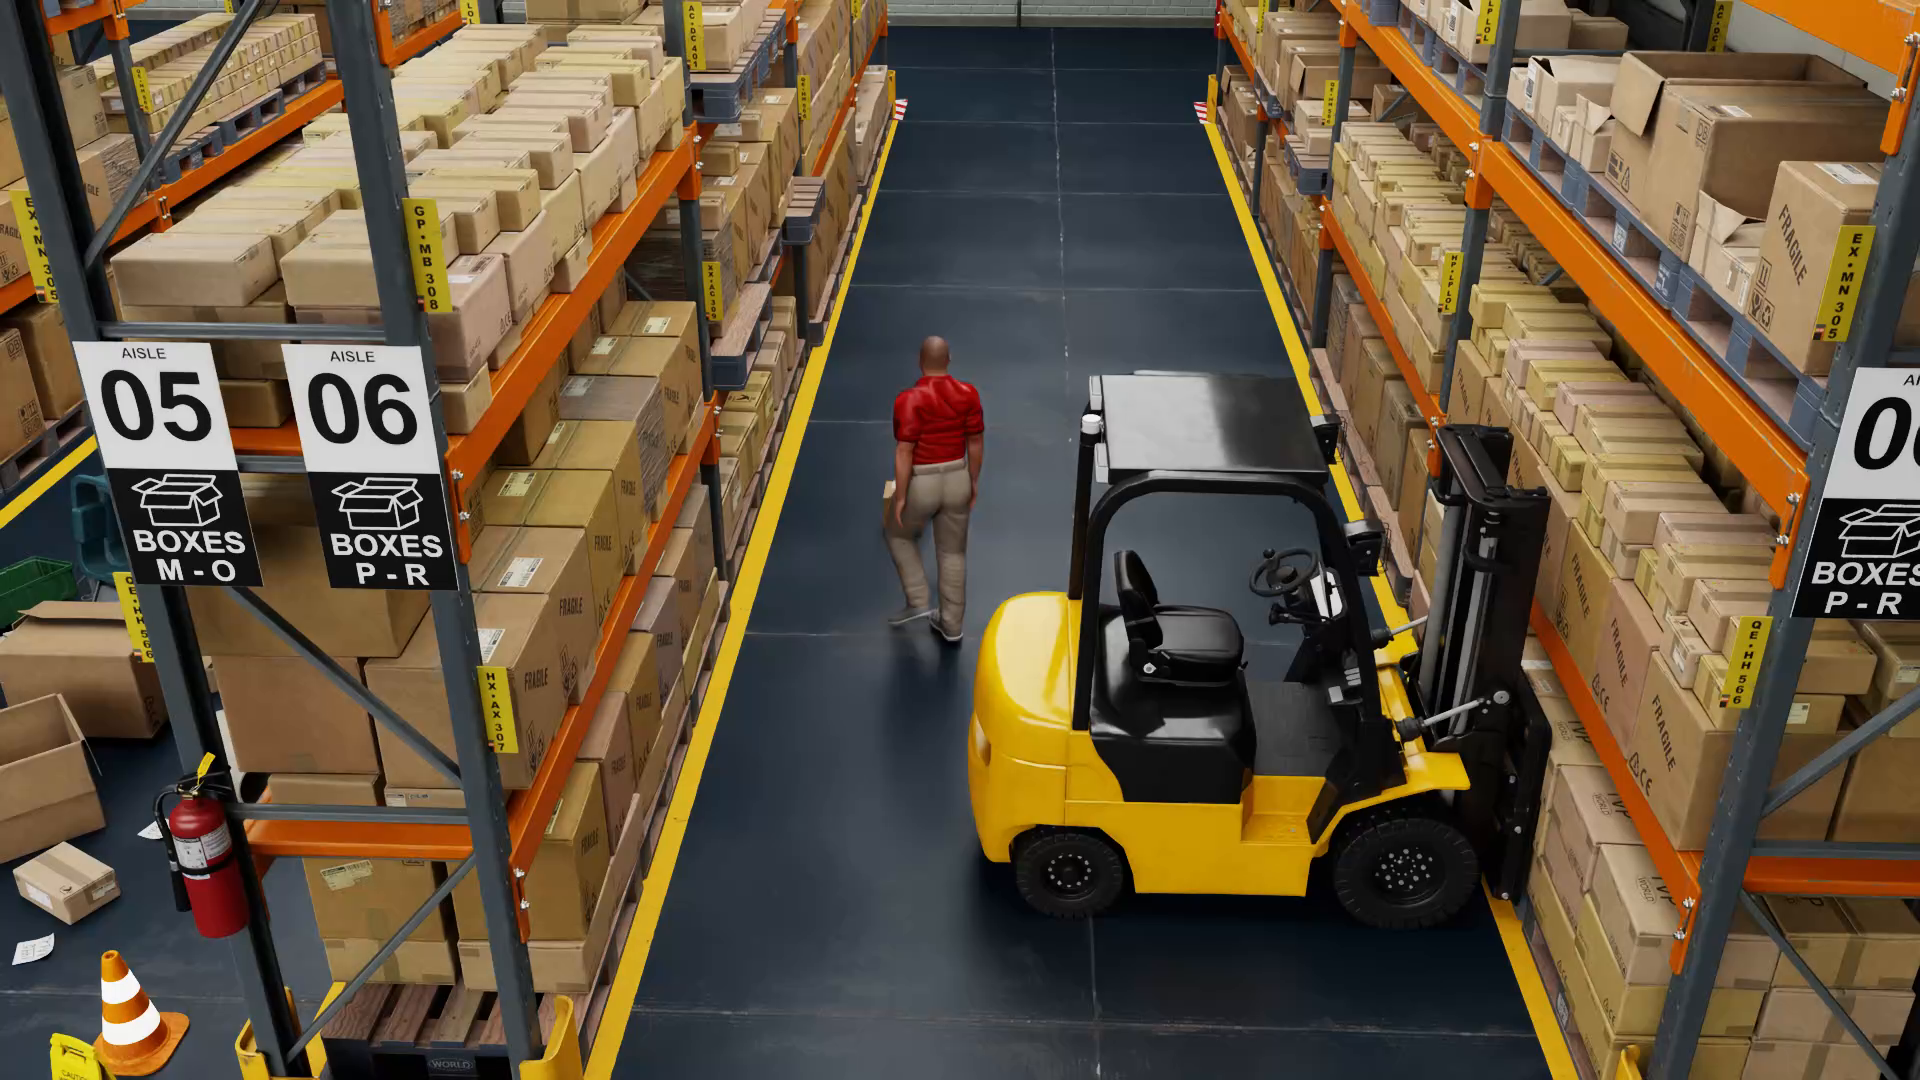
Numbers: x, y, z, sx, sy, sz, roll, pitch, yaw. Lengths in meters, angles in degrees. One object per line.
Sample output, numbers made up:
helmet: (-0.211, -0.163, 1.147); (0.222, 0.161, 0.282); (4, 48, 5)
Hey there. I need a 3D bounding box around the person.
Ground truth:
person: (-0.128, -0.277, 9.138); (0.571, 1.717, 0.516); (-11, 30, -19)
